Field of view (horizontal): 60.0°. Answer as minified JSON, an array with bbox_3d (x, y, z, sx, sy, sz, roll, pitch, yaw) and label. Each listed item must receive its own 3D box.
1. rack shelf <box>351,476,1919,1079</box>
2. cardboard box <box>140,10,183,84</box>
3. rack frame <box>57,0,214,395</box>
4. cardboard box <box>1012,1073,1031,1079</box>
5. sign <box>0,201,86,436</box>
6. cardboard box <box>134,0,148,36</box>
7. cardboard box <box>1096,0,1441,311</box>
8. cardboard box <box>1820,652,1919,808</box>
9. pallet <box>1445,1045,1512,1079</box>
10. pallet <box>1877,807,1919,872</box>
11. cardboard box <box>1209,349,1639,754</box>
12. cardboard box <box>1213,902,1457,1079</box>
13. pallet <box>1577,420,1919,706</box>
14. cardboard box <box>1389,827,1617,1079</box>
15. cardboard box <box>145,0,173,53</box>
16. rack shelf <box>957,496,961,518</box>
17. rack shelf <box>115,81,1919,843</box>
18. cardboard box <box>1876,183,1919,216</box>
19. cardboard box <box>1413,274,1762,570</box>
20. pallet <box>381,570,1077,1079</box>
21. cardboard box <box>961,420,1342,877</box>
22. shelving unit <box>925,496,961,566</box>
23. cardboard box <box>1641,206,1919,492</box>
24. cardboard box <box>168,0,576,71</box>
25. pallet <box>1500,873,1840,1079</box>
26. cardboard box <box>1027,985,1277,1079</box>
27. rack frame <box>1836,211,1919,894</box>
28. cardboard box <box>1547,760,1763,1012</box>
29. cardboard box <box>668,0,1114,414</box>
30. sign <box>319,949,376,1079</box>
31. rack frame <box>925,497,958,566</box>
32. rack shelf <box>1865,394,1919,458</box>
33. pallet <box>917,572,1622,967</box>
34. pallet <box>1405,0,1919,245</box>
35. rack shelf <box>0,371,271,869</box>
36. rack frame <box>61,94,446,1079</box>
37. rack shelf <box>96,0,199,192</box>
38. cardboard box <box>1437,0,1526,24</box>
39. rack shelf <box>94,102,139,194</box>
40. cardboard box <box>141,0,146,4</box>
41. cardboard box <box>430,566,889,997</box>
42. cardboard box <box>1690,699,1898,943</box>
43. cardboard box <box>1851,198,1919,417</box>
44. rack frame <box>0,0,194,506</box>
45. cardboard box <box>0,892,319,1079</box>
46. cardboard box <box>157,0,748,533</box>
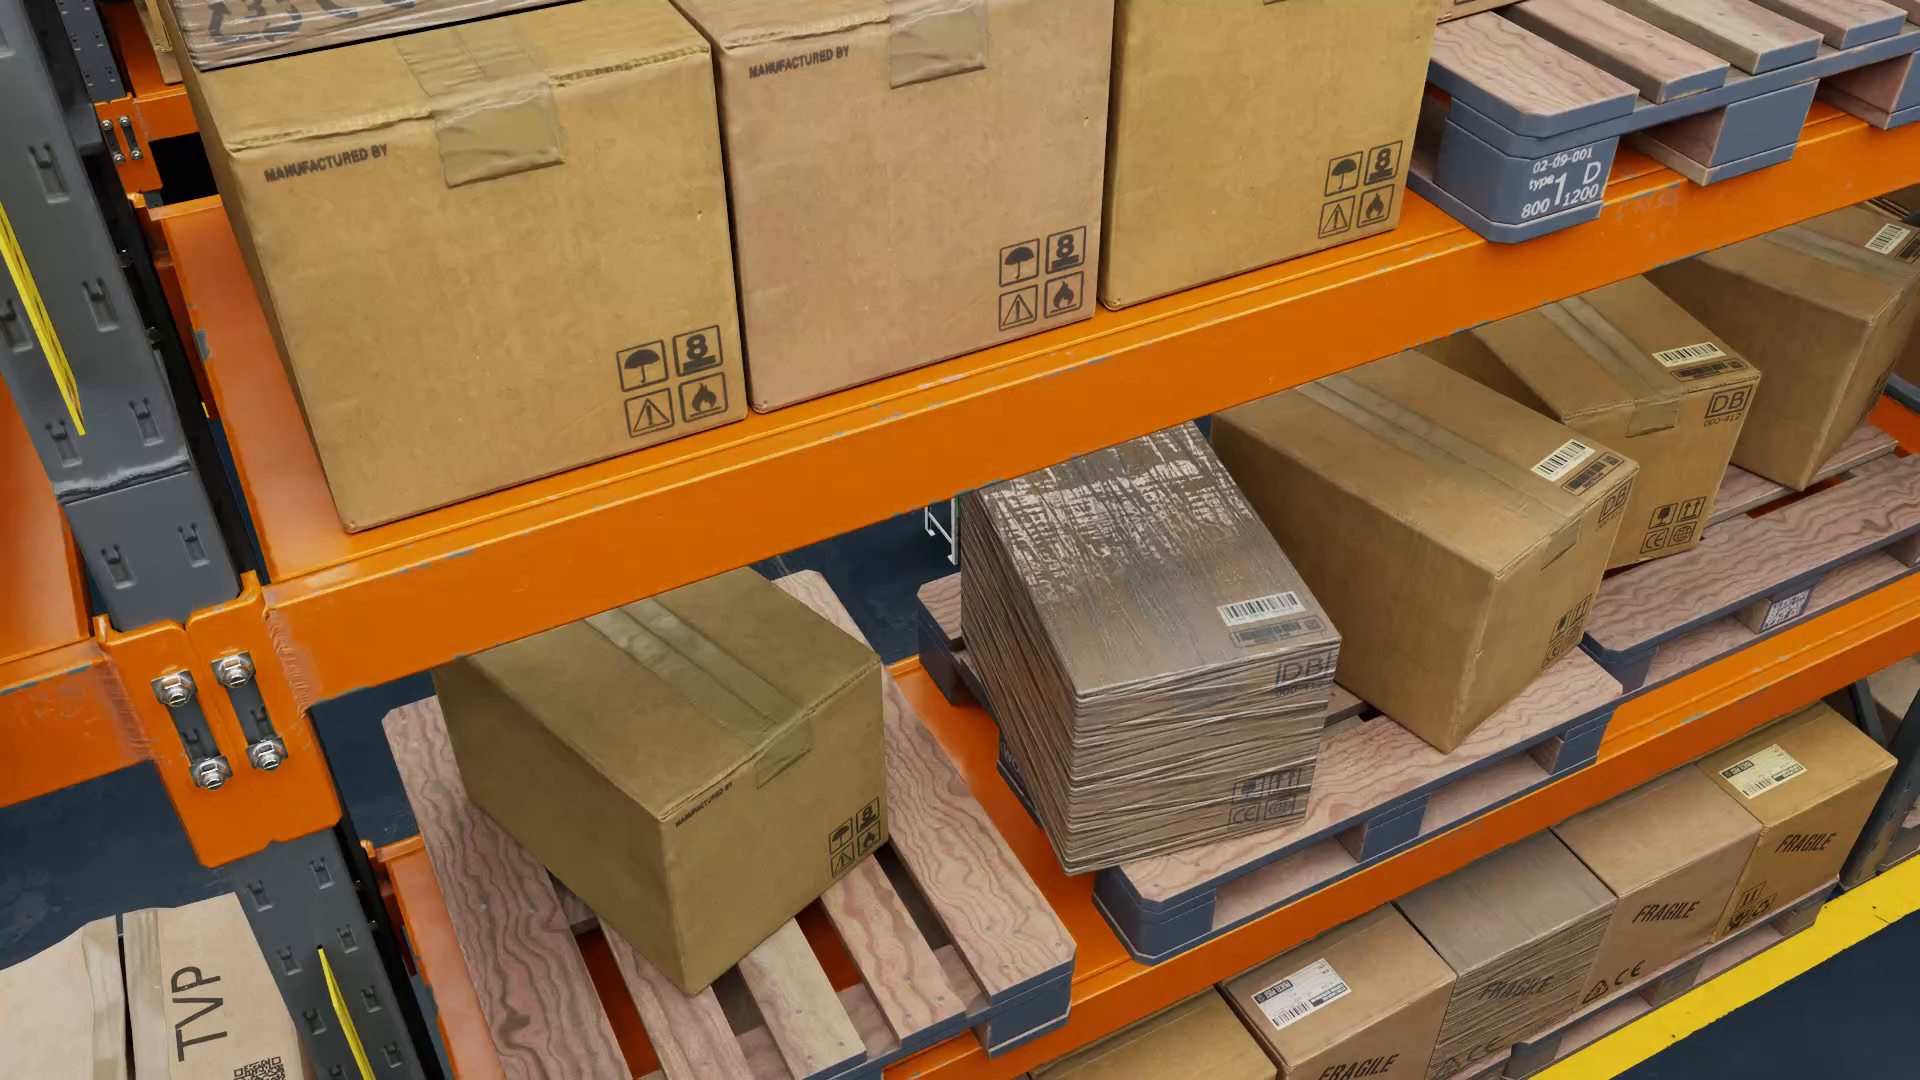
[{"bbox_3d":[0.707,0.484,3.914,4.000,0.370,1.077,-19,44,-21],"label":"rack shelf"},{"bbox_3d":[-2.959,-1.909,6.362,0.250,0.149,0.380,-19,44,-21],"label":"cardboard box"},{"bbox_3d":[-3.358,-2.031,6.328,0.127,3.000,1.000,-19,44,-21],"label":"rack frame"},{"bbox_3d":[-0.069,1.461,3.797,0.500,0.500,0.500,-20,44,-22],"label":"cardboard box"},{"bbox_3d":[-0.817,-0.246,1.436,0.005,0.325,0.100,-19,44,-21],"label":"sign"},{"bbox_3d":[-3.187,-2.187,6.691,0.250,0.149,0.380,-18,43,-20],"label":"cardboard box"},{"bbox_3d":[0.219,-0.834,2.514,0.500,0.500,0.910,-19,44,-21],"label":"cardboard box"},{"bbox_3d":[2.954,0.469,5.114,0.500,0.311,0.500,-19,44,-21],"label":"cardboard box"},{"bbox_3d":[0.694,1.308,4.542,1.213,0.211,1.003,-19,44,-21],"label":"pallet"},{"bbox_3d":[3.091,0.472,5.529,1.213,0.211,1.003,-19,44,-21],"label":"pallet"},{"bbox_3d":[0.943,-0.023,3.554,0.500,0.500,0.700,-30,49,-31],"label":"cardboard box"},{"bbox_3d":[0.839,1.155,4.158,0.500,0.500,0.500,-20,44,-22],"label":"cardboard box"},{"bbox_3d":[1.722,-0.138,4.240,1.213,0.211,1.003,-19,44,-21],"label":"pallet"},{"bbox_3d":[1.289,1.002,4.339,0.500,0.500,0.500,-18,43,-20],"label":"cardboard box"},{"bbox_3d":[-2.809,-2.189,6.191,0.500,0.500,0.500,-17,43,-19],"label":"cardboard box"},{"bbox_3d":[0.147,-0.275,6.117,0.480,0.148,0.258,-19,44,-21],"label":"rack shelf"},{"bbox_3d":[0.707,-0.661,2.944,4.000,0.370,1.077,-19,44,-21],"label":"rack shelf"},{"bbox_3d":[2.810,-1.107,4.385,0.500,0.500,0.500,-18,44,-20],"label":"cardboard box"},{"bbox_3d":[1.377,-0.331,3.917,0.500,0.500,0.700,-12,42,-14],"label":"cardboard box"},{"bbox_3d":[-0.498,0.637,3.325,1.003,0.211,1.213,-19,44,-21],"label":"pallet"},{"bbox_3d":[0.339,0.192,3.300,0.500,0.500,0.700,-11,41,-13],"label":"cardboard box"},{"bbox_3d":[0.147,-0.507,5.921,0.503,1.200,0.258,-19,44,-21],"label":"shelving unit"},{"bbox_3d":[1.958,-0.573,4.203,0.700,0.500,0.500,31,49,31],"label":"cardboard box"},{"bbox_3d":[-0.677,-0.885,1.801,0.500,0.500,0.500,-19,44,-21],"label":"cardboard box"},{"bbox_3d":[1.777,0.941,4.975,1.213,0.211,1.003,-19,44,-21],"label":"pallet"},{"bbox_3d":[0.378,1.314,3.970,0.500,0.500,0.500,-19,44,-21],"label":"cardboard box"},{"bbox_3d":[2.481,-0.388,4.386,0.127,3.000,1.000,-19,44,-21],"label":"rack frame"},{"bbox_3d":[1.734,0.853,4.515,0.500,0.500,0.500,-18,44,-20],"label":"cardboard box"},{"bbox_3d":[-0.243,-0.679,2.331,0.500,0.500,0.910,-19,44,-21],"label":"cardboard box"},{"bbox_3d":[-0.807,0.681,2.227,0.005,0.325,0.100,-19,44,-21],"label":"sign"},{"bbox_3d":[-0.070,-0.435,5.835,0.015,1.200,0.240,-19,44,-21],"label":"rack frame"},{"bbox_3d":[4.255,-0.710,5.324,4.000,0.370,1.077,-19,44,-21],"label":"rack shelf"},{"bbox_3d":[0.656,0.296,3.727,1.213,0.211,1.003,-19,44,-21],"label":"pallet"},{"bbox_3d":[0.952,-0.995,2.928,1.003,0.211,1.213,-19,44,-21],"label":"pallet"},{"bbox_3d":[-2.840,0.533,1.534,4.000,0.370,1.077,-19,44,-21],"label":"rack shelf"},{"bbox_3d":[-1.066,0.806,2.976,0.127,3.000,1.000,-19,44,-21],"label":"rack frame"},{"bbox_3d":[-1.584,-2.354,7.266,4.000,0.370,1.077,-19,44,-21],"label":"rack shelf"},{"bbox_3d":[0.819,-1.261,2.617,0.600,0.600,0.600,-20,44,-22],"label":"cardboard box"},{"bbox_3d":[-5.132,-1.160,5.855,4.000,0.370,1.077,-19,44,-21],"label":"rack shelf"},{"bbox_3d":[-3.061,-2.483,6.538,0.500,0.500,0.500,-18,44,-20],"label":"cardboard box"},{"bbox_3d":[-0.560,0.355,3.106,0.700,0.500,0.500,31,49,31],"label":"cardboard box"},{"bbox_3d":[2.176,0.710,4.684,0.500,0.500,0.500,-19,44,-21],"label":"cardboard box"},{"bbox_3d":[2.806,-0.722,4.704,0.500,0.500,0.500,-18,43,-20],"label":"cardboard box"},{"bbox_3d":[-1.066,-1.484,1.038,0.127,3.000,1.000,-19,44,-21],"label":"rack frame"},{"bbox_3d":[-1.409,0.924,2.906,0.500,0.311,0.500,-16,43,-18],"label":"cardboard box"},{"bbox_3d":[-0.695,-0.526,2.151,0.500,0.500,0.910,-19,44,-21],"label":"cardboard box"}]
